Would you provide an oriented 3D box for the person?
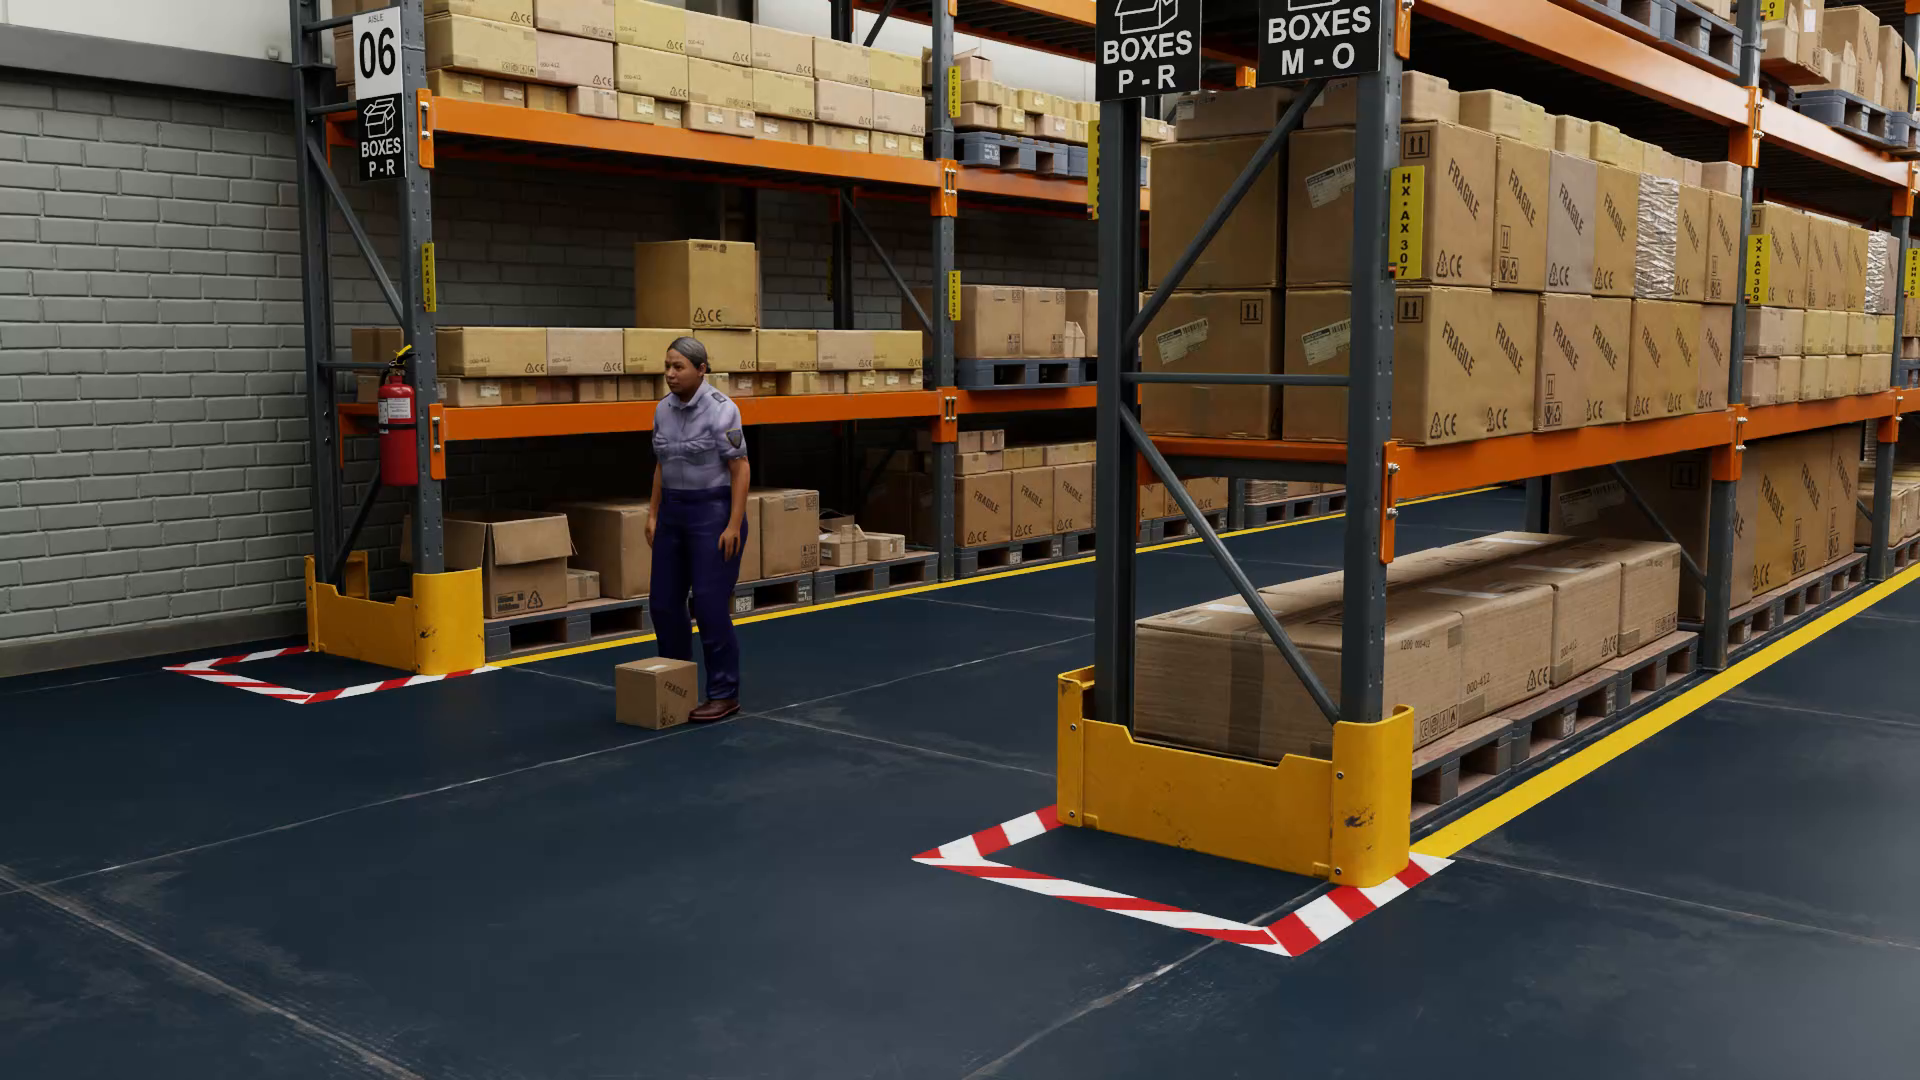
[{"bbox_3d":[-1.160,-0.059,7.268,0.564,1.651,0.369,5,8,35],"label":"person"}]
